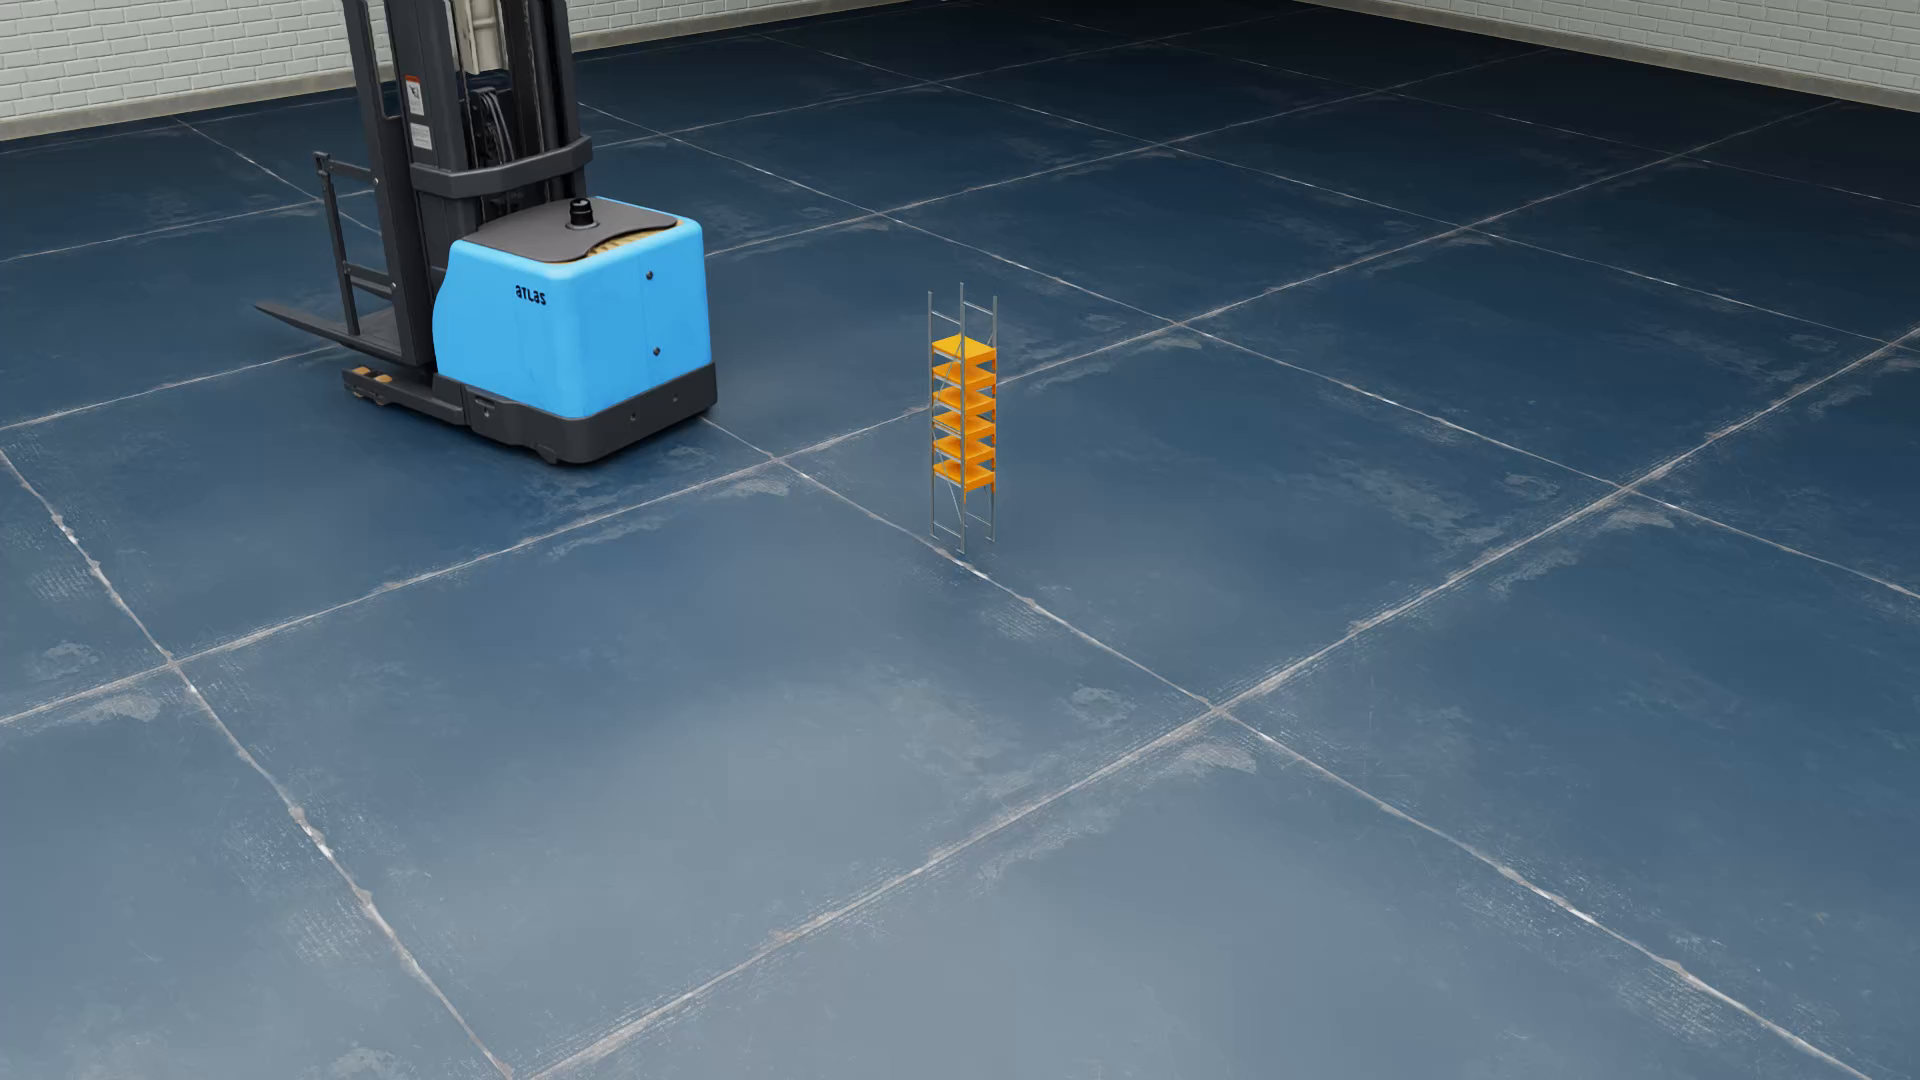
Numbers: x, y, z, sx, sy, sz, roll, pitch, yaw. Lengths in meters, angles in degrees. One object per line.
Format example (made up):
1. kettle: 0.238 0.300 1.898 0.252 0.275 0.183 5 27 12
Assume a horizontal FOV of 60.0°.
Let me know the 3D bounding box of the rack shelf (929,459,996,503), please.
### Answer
1. rack shelf: 0.011 -0.283 7.610 0.180 0.103 0.258 -22 35 -35

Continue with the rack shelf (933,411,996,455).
1. rack shelf: 0.011 -0.494 7.496 0.180 0.103 0.258 -22 35 -35

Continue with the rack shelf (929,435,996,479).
1. rack shelf: 0.011 -0.389 7.553 0.180 0.103 0.258 -22 35 -35

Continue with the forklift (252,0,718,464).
1. forklift: -2.802 -2.212 8.779 3.031 2.935 1.130 19 33 31

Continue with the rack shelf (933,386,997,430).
1. rack shelf: 0.011 -0.600 7.440 0.180 0.103 0.258 -22 35 -35

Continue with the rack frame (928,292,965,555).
1. rack frame: -0.059 -0.506 7.423 0.006 1.200 0.240 -22 35 -35

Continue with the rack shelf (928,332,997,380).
1. rack shelf: 0.011 -0.812 7.327 0.180 0.103 0.258 -22 35 -35

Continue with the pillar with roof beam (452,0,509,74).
1. pillar with roof beam: -1.912 -7.096 11.481 0.400 9.000 9.100 -22 35 -35

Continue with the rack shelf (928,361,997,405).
1. rack shelf: 0.011 -0.706 7.383 0.180 0.103 0.258 -22 35 -35

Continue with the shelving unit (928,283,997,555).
1. shelving unit: 0.011 -0.534 7.475 0.189 1.200 0.258 -22 35 -35

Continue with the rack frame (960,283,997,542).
1. rack frame: 0.081 -0.562 7.528 0.006 1.200 0.240 -22 35 -35
